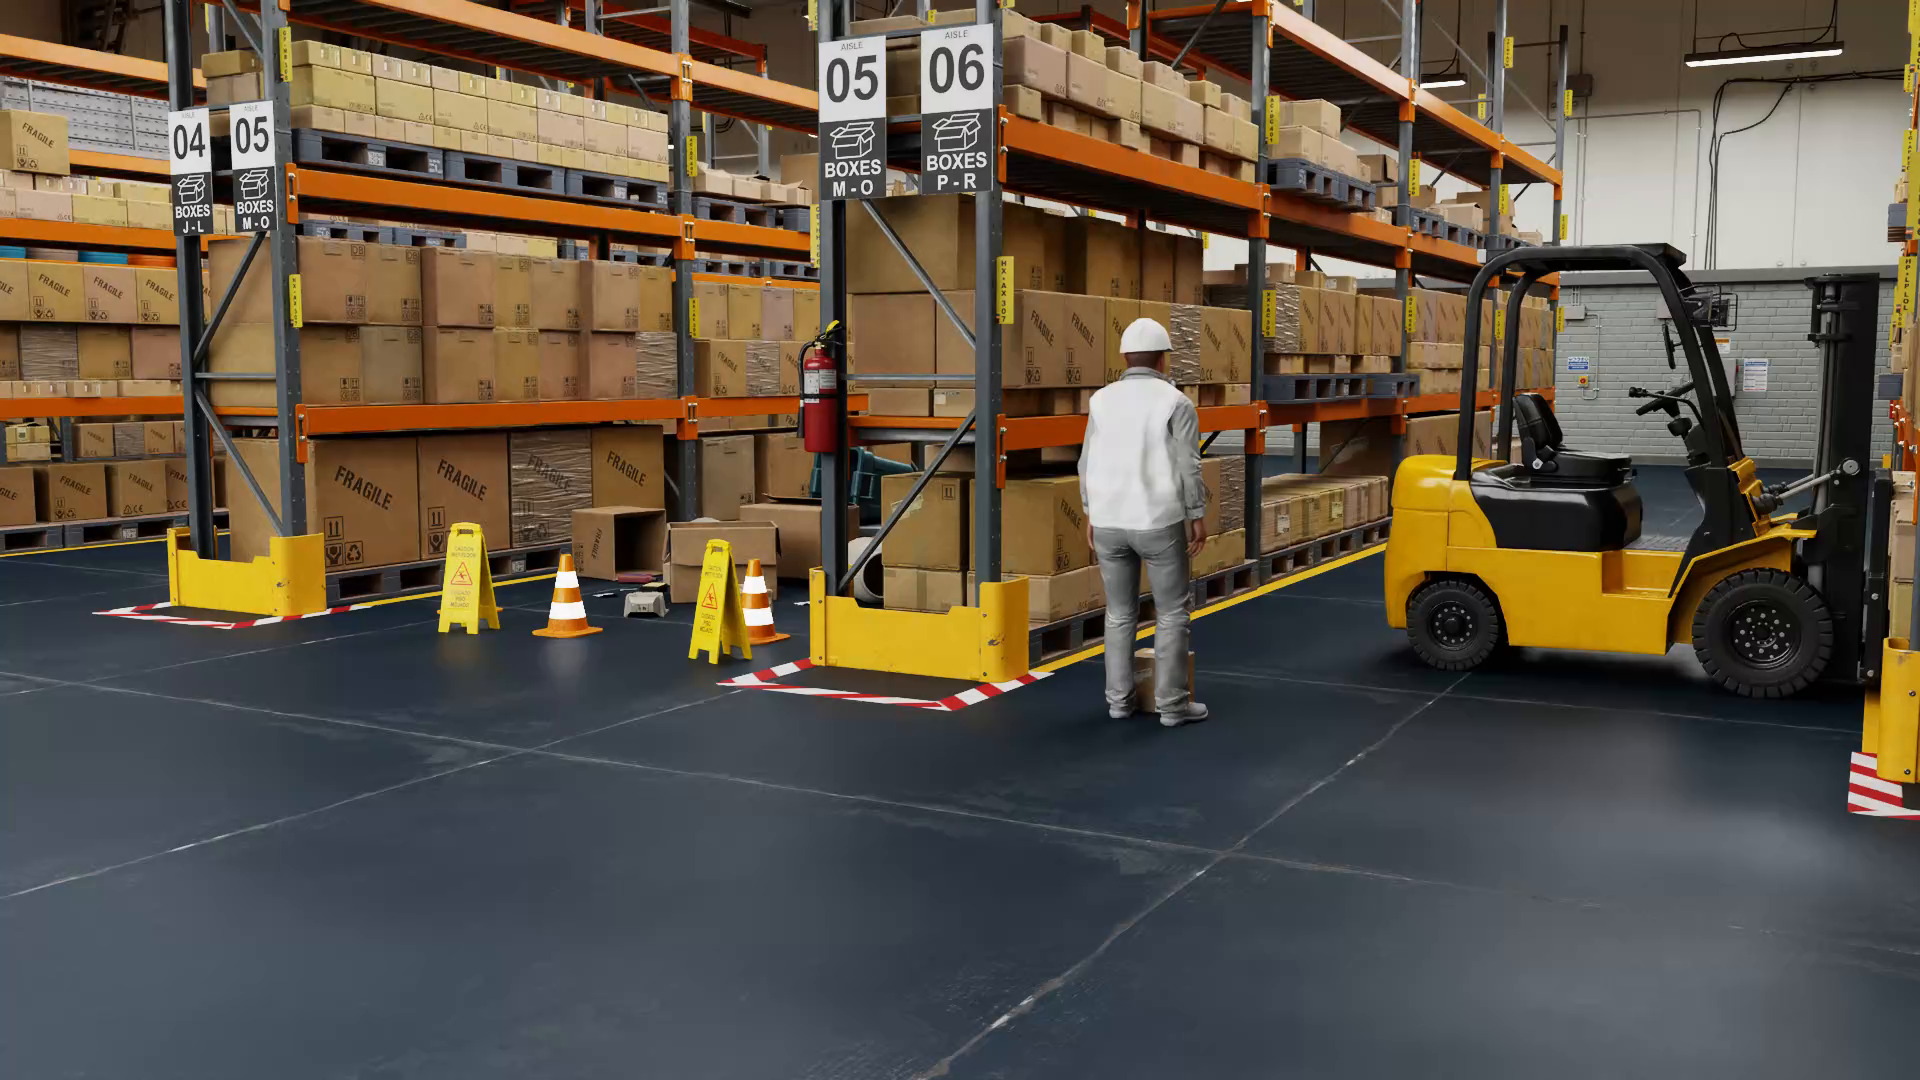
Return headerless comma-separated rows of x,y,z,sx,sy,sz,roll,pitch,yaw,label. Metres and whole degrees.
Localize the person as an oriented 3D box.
0.804,-0.086,7.330,0.581,1.772,0.462,3,7,29,person
